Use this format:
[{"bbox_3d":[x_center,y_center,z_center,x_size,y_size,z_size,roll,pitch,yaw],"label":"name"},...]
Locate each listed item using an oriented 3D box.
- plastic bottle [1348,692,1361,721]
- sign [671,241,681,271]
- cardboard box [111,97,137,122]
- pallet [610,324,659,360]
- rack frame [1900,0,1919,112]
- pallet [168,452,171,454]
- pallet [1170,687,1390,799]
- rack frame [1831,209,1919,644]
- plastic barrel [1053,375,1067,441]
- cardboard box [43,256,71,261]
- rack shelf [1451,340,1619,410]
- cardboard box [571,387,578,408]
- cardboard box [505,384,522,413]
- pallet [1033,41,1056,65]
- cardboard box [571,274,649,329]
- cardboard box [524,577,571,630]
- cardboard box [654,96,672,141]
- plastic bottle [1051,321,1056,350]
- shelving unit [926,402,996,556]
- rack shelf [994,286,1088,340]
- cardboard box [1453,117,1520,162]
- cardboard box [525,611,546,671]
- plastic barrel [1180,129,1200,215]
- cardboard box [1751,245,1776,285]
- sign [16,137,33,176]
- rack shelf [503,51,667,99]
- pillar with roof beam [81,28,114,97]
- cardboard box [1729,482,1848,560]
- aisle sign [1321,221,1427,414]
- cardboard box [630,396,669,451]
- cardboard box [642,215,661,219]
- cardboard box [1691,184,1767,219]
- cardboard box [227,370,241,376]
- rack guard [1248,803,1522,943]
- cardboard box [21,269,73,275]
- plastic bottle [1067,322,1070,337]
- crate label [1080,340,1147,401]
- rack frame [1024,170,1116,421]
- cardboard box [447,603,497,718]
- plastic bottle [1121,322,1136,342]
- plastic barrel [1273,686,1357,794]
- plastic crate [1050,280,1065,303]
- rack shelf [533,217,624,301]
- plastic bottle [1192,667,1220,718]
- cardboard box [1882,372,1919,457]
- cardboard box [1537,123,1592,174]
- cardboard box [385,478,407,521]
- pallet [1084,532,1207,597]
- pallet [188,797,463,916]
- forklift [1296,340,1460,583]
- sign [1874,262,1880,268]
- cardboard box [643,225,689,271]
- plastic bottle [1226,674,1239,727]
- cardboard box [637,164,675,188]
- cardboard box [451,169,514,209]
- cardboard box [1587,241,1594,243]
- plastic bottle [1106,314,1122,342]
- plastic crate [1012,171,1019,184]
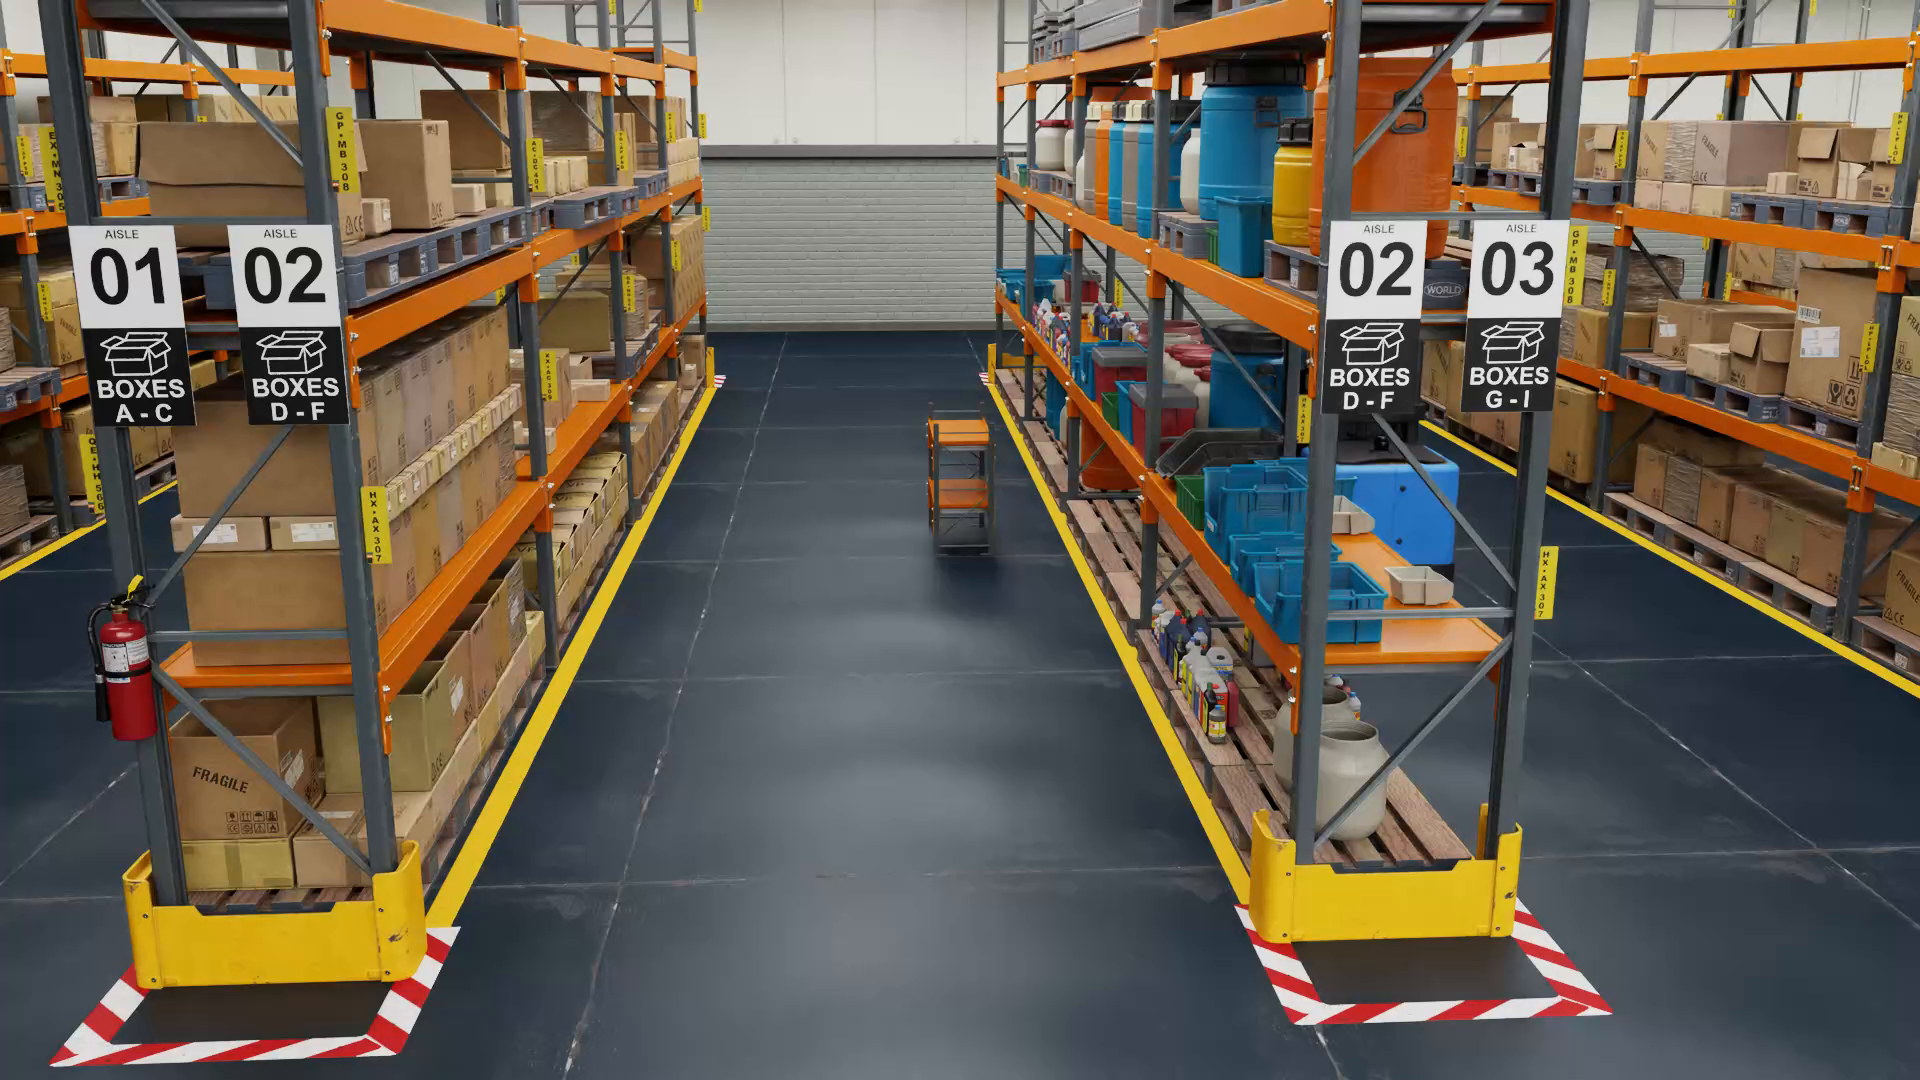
[{"bbox_3d":[2.186,0.981,9.286,0.097,0.271,0.097,0,14,0],"label":"plastic bottle"},{"bbox_3d":[-3.147,-3.151,18.428,0.100,0.325,0.005,-1,14,-3],"label":"sign"},{"bbox_3d":[-8.721,-4.359,16.842,0.500,0.250,0.500,0,14,1],"label":"cardboard box"},{"bbox_3d":[-3.578,-1.976,16.572,1.003,0.211,1.213,-1,14,-3],"label":"pallet"},{"bbox_3d":[11.144,-5.689,18.579,1.000,3.000,0.127,-1,14,-3],"label":"rack frame"},{"bbox_3d":[-8.522,-0.962,17.841,1.003,0.211,1.213,-1,14,-3],"label":"pallet"},{"bbox_3d":[1.818,1.156,9.610,1.003,0.211,1.213,-1,14,-3],"label":"pallet"},{"bbox_3d":[6.683,-0.743,11.393,1.000,3.000,0.127,-1,14,-3],"label":"rack frame"},{"bbox_3d":[1.304,-1.531,17.827,0.600,0.901,0.708,-1,14,-3],"label":"plastic barrel"},{"bbox_3d":[-8.801,-2.695,16.639,0.500,0.250,0.500,-1,14,-5],"label":"cardboard box"},{"bbox_3d":[6.311,-1.887,17.283,1.077,0.370,4.000,-1,14,-3],"label":"rack shelf"},{"bbox_3d":[-3.318,-1.148,13.471,0.380,0.149,0.250,0,14,1],"label":"cardboard box"},{"bbox_3d":[-2.974,-0.889,10.459,0.380,0.149,0.250,-1,14,-3],"label":"cardboard box"},{"bbox_3d":[1.325,-5.071,17.357,1.003,0.211,1.213,-1,14,-3],"label":"pallet"},{"bbox_3d":[-3.530,-2.394,16.767,0.700,0.500,0.500,-5,15,-18],"label":"cardboard box"},{"bbox_3d":[-2.983,0.433,11.498,0.500,0.250,0.500,-1,14,-5],"label":"cardboard box"},{"bbox_3d":[-3.658,-4.813,18.984,0.700,0.500,0.500,-1,14,-3],"label":"cardboard box"},{"bbox_3d":[0.950,-2.062,16.755,0.061,0.283,0.133,-1,14,-3],"label":"plastic bottle"},{"bbox_3d":[0.000,-0.546,14.393,0.538,1.125,1.048,-1,14,-3],"label":"shelving unit"},{"bbox_3d":[1.120,-2.805,20.852,1.077,0.370,4.000,-1,14,-3],"label":"rack shelf"},{"bbox_3d":[6.078,-4.679,19.428,0.700,0.500,0.500,-2,15,-7],"label":"cardboard box"},{"bbox_3d":[-2.958,0.649,10.658,0.500,0.250,0.500,-1,14,-3],"label":"cardboard box"},{"bbox_3d":[1.570,-2.266,10.228,0.421,0.512,0.421,0,14,0],"label":"plastic barrel"},{"bbox_3d":[10.724,-3.600,21.702,0.500,0.500,0.500,-1,14,-3],"label":"cardboard box"},{"bbox_3d":[-7.855,-3.219,13.961,0.100,0.325,0.005,-1,14,-3],"label":"sign"},{"bbox_3d":[-3.577,-4.446,15.994,1.077,0.370,4.000,-1,14,-3],"label":"rack shelf"},{"bbox_3d":[-5.255,-5.636,18.370,9.100,9.000,0.400,-1,14,-3],"label":"pillar with roof beam"},{"bbox_3d":[6.620,-0.156,13.248,0.700,0.500,0.500,-2,15,-8],"label":"cardboard box"},{"bbox_3d":[1.695,-0.908,6.819,0.394,0.787,0.004,-1,14,-3],"label":"aisle sign"},{"bbox_3d":[-3.331,-1.217,17.369,0.500,0.500,0.500,-1,14,-3],"label":"cardboard box"},{"bbox_3d":[-4.184,-3.993,21.820,0.500,0.500,0.500,0,14,-2],"label":"cardboard box"},{"bbox_3d":[6.283,-2.741,13.443,0.500,0.250,0.500,-1,14,-2],"label":"cardboard box"},{"bbox_3d":[-8.589,-1.683,19.223,0.700,0.500,0.500,-1,14,-3],"label":"cardboard box"},{"bbox_3d":[1.935,1.521,7.612,1.175,0.500,0.348,-1,14,-3],"label":"rack guard"},{"bbox_3d":[-8.202,-2.324,15.197,0.500,0.250,0.500,-1,14,-4],"label":"cardboard box"},{"bbox_3d":[1.102,-2.031,16.635,0.061,0.283,0.133,-1,14,-3],"label":"plastic bottle"},{"bbox_3d":[1.283,-1.427,13.982,0.502,0.435,0.616,-1,14,-3],"label":"crate label"},{"bbox_3d":[1.243,-2.656,18.829,1.000,3.000,0.127,-1,14,-3],"label":"rack frame"},{"bbox_3d":[-2.859,0.659,9.115,0.500,0.500,0.500,-1,14,-3],"label":"cardboard box"},{"bbox_3d":[1.701,-2.059,16.756,0.152,0.276,0.135,-1,14,-3],"label":"plastic bottle"},{"bbox_3d":[1.839,1.043,8.604,0.421,0.512,0.421,0,14,0],"label":"plastic barrel"},{"bbox_3d":[1.333,-3.010,20.323,0.437,0.282,0.530,-1,14,-3],"label":"plastic crate"},{"bbox_3d":[-3.329,-2.192,12.452,1.077,0.370,4.000,-1,14,-3],"label":"rack shelf"},{"bbox_3d":[1.439,0.887,9.643,0.152,0.276,0.135,-1,14,-5],"label":"plastic bottle"},{"bbox_3d":[6.649,-0.822,10.905,0.875,0.500,0.500,-1,14,-3],"label":"cardboard box"},{"bbox_3d":[6.287,-3.951,16.794,0.797,0.503,0.637,-1,14,-4],"label":"cardboard box"},{"bbox_3d":[-2.800,-0.187,7.731,0.380,0.149,0.250,-1,14,-3],"label":"cardboard box"},{"bbox_3d":[1.573,0.185,13.383,1.003,0.211,1.213,-1,14,-3],"label":"pallet"},{"bbox_3d":[-3.046,1.565,8.020,1.003,0.211,1.213,-1,14,-3],"label":"pallet"},{"bbox_3d":[3.155,-1.299,13.694,1.130,2.935,3.031,-1,14,-3],"label":"forklift"},{"bbox_3d":[10.602,-3.193,19.178,0.100,0.325,0.005,-1,14,-3],"label":"sign"},{"bbox_3d":[-3.513,-3.491,19.866,0.500,0.500,0.500,-1,14,-5],"label":"cardboard box"},{"bbox_3d":[1.554,0.916,9.515,0.061,0.283,0.133,-1,14,-3],"label":"plastic bottle"},{"bbox_3d":[-3.484,-4.085,18.665,0.500,0.250,0.500,-1,14,-3],"label":"cardboard box"},{"bbox_3d":[-3.234,-2.328,10.991,0.500,0.250,0.500,1,14,2],"label":"cardboard box"},{"bbox_3d":[6.266,-2.937,17.708,0.797,0.503,0.637,-1,14,-3],"label":"cardboard box"},{"bbox_3d":[1.552,-2.099,16.762,0.144,0.351,0.185,-1,14,-3],"label":"plastic bottle"},{"bbox_3d":[0.785,-4.291,19.695,0.293,0.136,0.466,-1,14,-3],"label":"plastic crate"}]
